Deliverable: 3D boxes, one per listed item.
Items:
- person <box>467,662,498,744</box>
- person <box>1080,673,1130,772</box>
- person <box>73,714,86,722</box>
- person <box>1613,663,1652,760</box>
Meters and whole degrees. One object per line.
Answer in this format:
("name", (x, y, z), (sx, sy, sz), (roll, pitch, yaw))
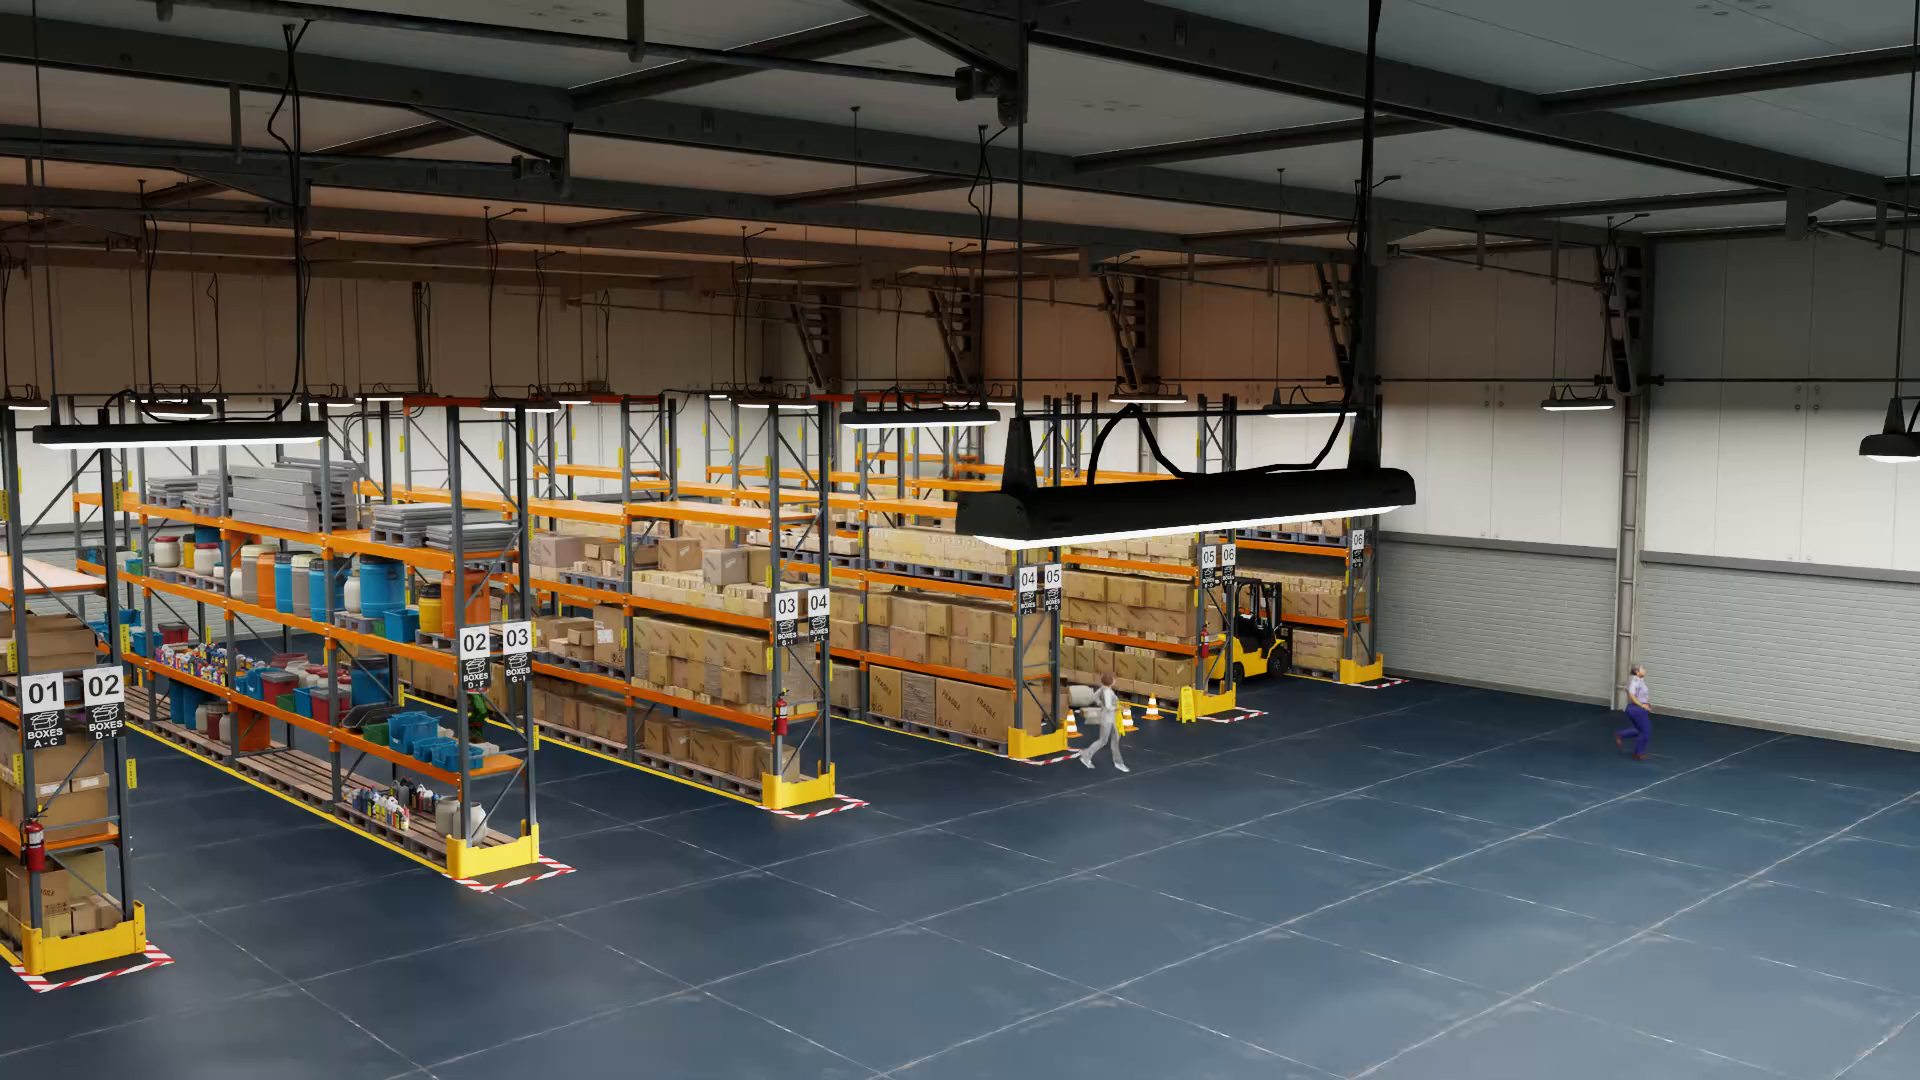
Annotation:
("person", (-8.344, 2.674, 28.807), (0.838, 1.809, 0.565), (3, 6, 31))
("person", (2.340, 2.941, 26.783), (0.811, 1.633, 0.560), (0, 6, 4))
("person", (-13.650, 3.034, 25.923), (0.526, 1.606, 0.815), (-5, 7, -42))
("person", (11.259, 2.860, 27.809), (0.592, 1.611, 0.608), (2, 6, 18))
